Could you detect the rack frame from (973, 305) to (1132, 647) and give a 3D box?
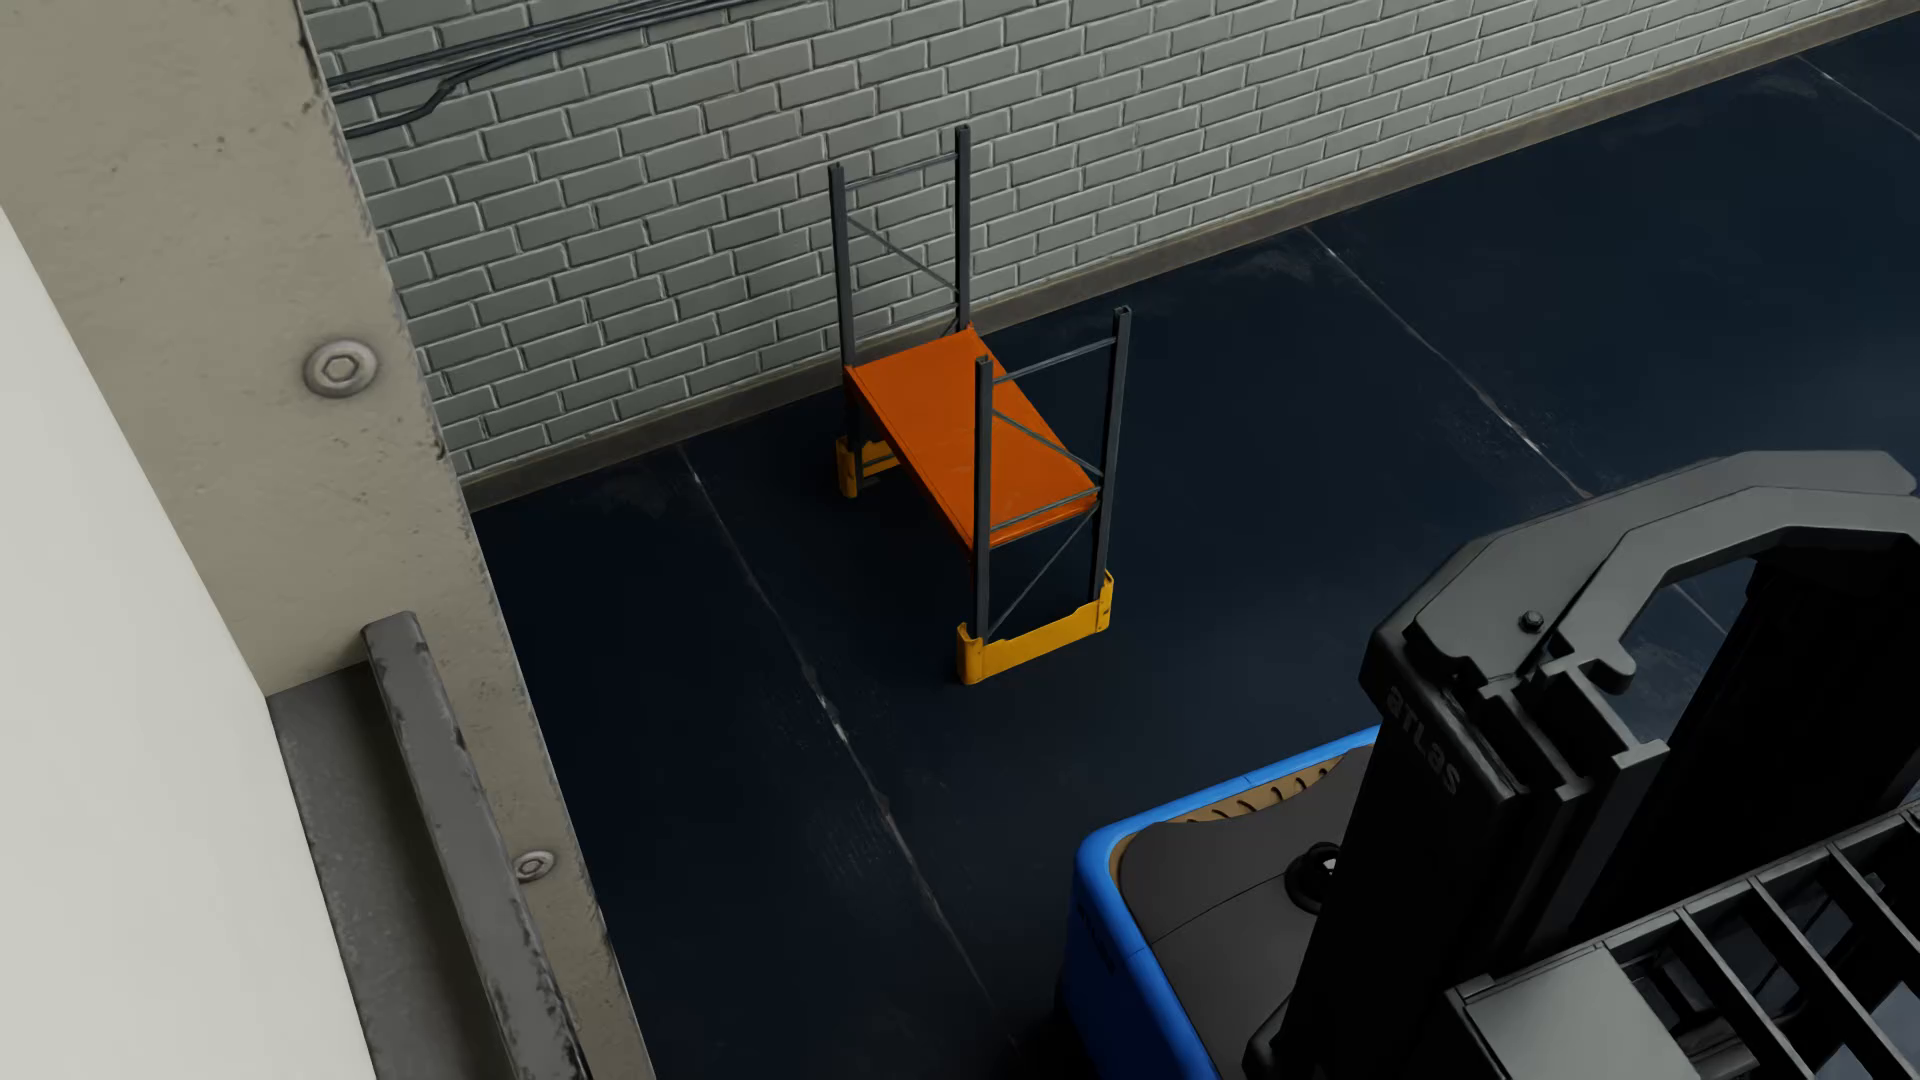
[{"bbox_3d":[0.272,-0.096,5.335,0.500,1.500,0.032,-21,52,-18],"label":"rack frame"}]

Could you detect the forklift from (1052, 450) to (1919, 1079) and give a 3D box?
[{"bbox_3d":[1.308,1.375,3.097,1.130,2.935,3.031,-18,51,-15],"label":"forklift"}]

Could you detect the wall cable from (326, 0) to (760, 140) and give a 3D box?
[{"bbox_3d":[-1.083,-2.330,4.370,3.097,2.526,0.112,-21,52,-18],"label":"wall cable"}]

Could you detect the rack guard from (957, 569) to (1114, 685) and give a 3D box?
[{"bbox_3d":[0.263,0.302,5.817,0.587,0.250,0.087,-21,52,-18],"label":"rack guard"}]

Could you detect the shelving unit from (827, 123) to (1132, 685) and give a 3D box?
[{"bbox_3d":[0.035,-0.443,5.638,0.587,1.500,1.083,-21,52,-18],"label":"shelving unit"}]

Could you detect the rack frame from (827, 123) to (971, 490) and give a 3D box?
[{"bbox_3d":[-0.194,-0.777,5.931,0.500,1.500,0.032,-21,52,-18],"label":"rack frame"}]

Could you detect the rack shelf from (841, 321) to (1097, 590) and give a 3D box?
[{"bbox_3d":[0.039,-0.318,5.768,0.538,0.185,1.000,-21,52,-18],"label":"rack shelf"}]

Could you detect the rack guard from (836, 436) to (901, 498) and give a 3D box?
[{"bbox_3d":[-0.193,-0.365,6.400,0.587,0.250,0.087,-21,52,-18],"label":"rack guard"}]
